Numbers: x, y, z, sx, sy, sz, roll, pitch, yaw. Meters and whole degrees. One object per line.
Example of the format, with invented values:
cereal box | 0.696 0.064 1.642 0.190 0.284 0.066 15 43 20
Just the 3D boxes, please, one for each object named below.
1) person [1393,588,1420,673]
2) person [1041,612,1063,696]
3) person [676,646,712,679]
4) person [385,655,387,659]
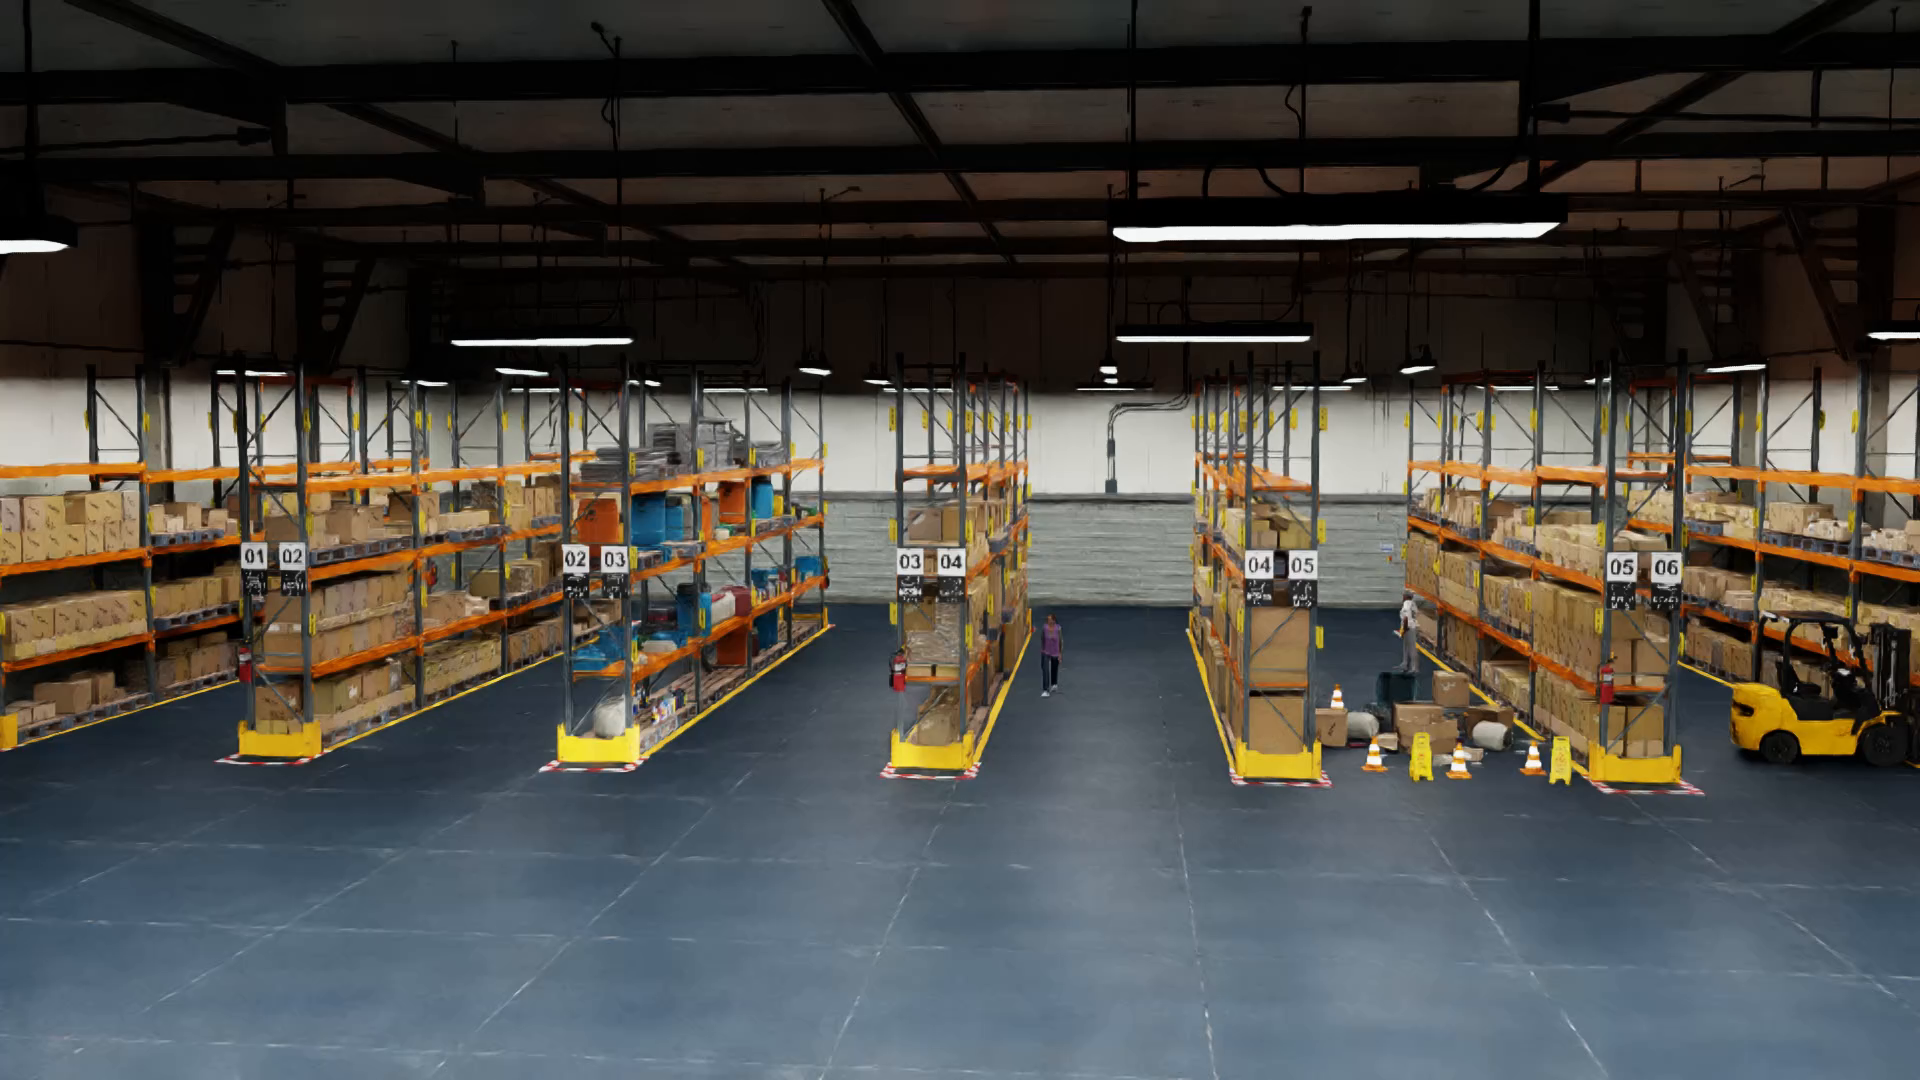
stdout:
person | 8.938 1.797 33.221 0.568 1.662 0.593 2 5 26
person | 1.685 2.066 30.461 0.415 1.517 1.041 0 4 3
person | -5.036 1.833 31.653 0.553 1.650 0.647 -4 5 -42
person | -11.605 1.793 33.446 0.430 1.653 0.530 -2 4 -24
